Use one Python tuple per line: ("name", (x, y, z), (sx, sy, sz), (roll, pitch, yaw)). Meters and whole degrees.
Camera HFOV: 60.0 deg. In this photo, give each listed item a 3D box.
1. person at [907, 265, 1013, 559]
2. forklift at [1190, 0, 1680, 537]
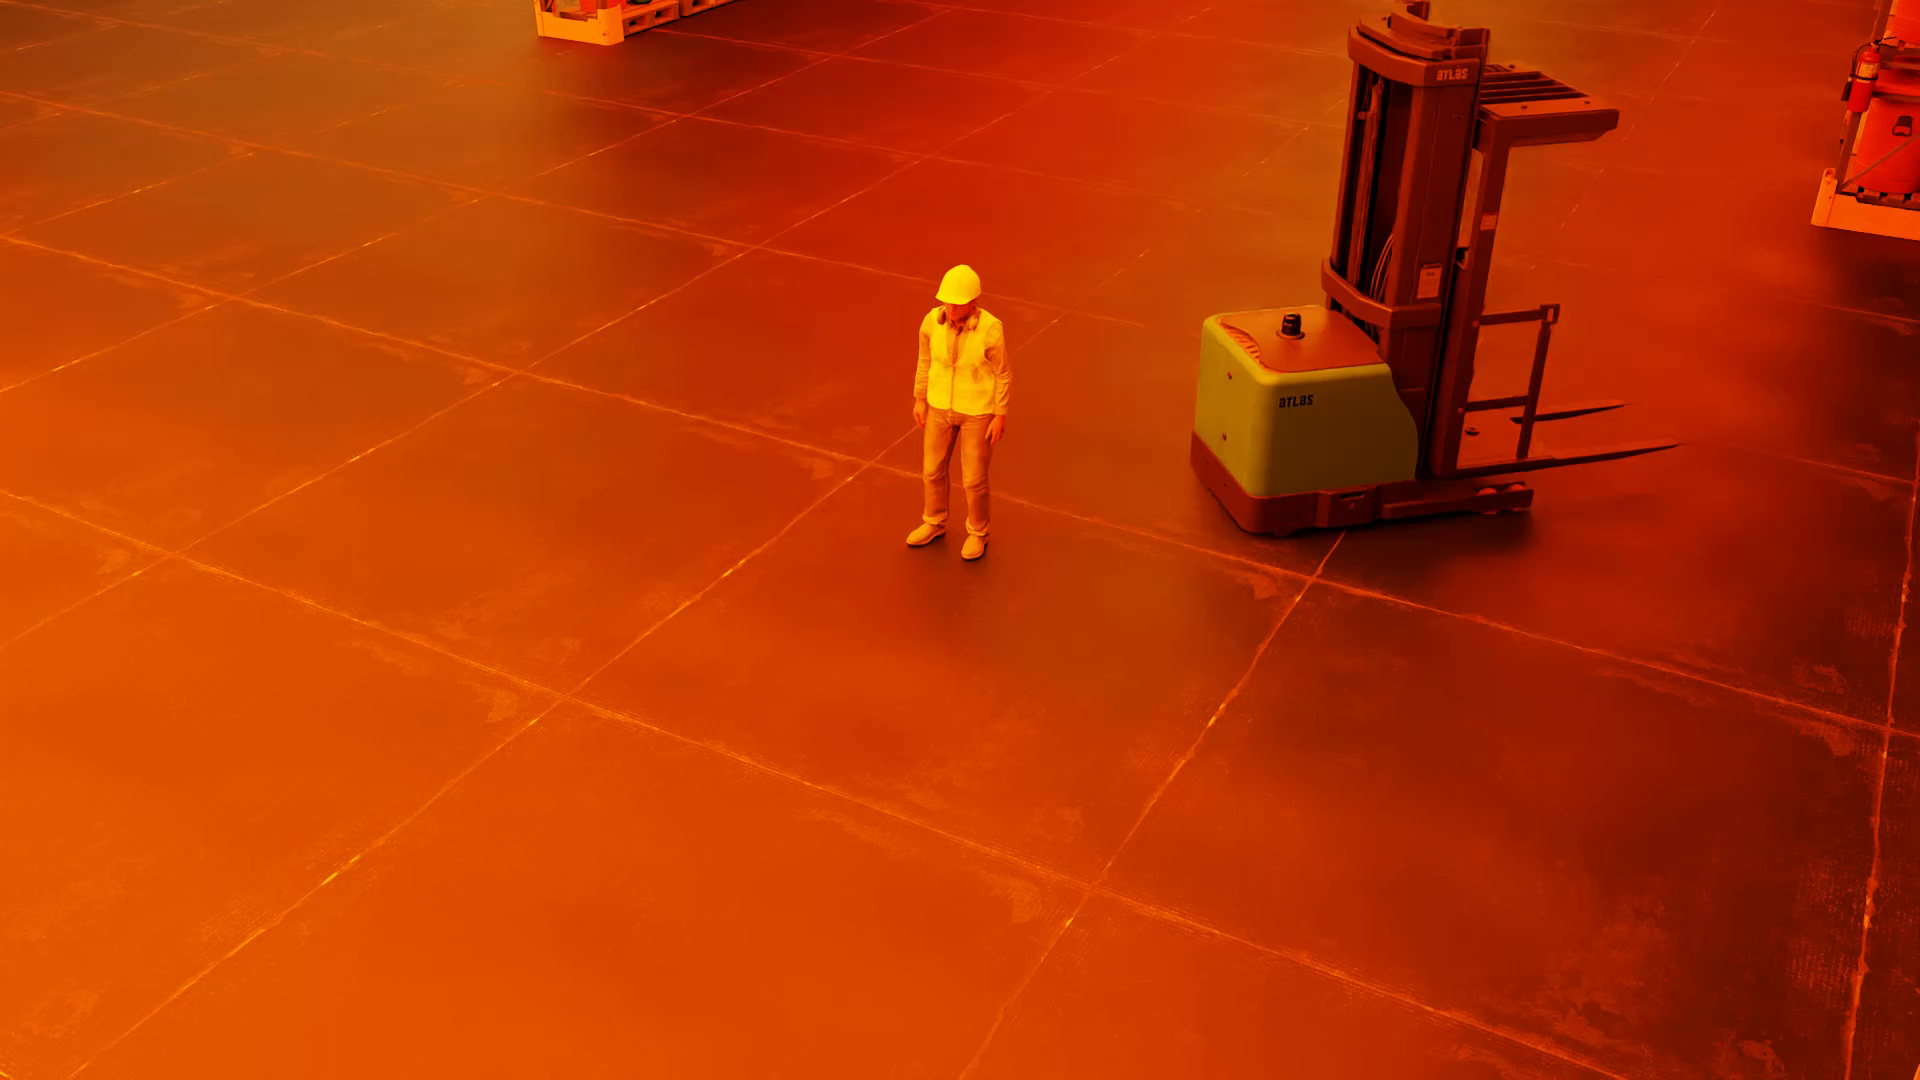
("person", (0.003, -0.751, 9.535), (0.589, 1.770, 0.463), (13, 33, 22))
("forklift", (3.055, -1.671, 9.967), (3.031, 2.935, 1.130), (-7, 31, -12))
